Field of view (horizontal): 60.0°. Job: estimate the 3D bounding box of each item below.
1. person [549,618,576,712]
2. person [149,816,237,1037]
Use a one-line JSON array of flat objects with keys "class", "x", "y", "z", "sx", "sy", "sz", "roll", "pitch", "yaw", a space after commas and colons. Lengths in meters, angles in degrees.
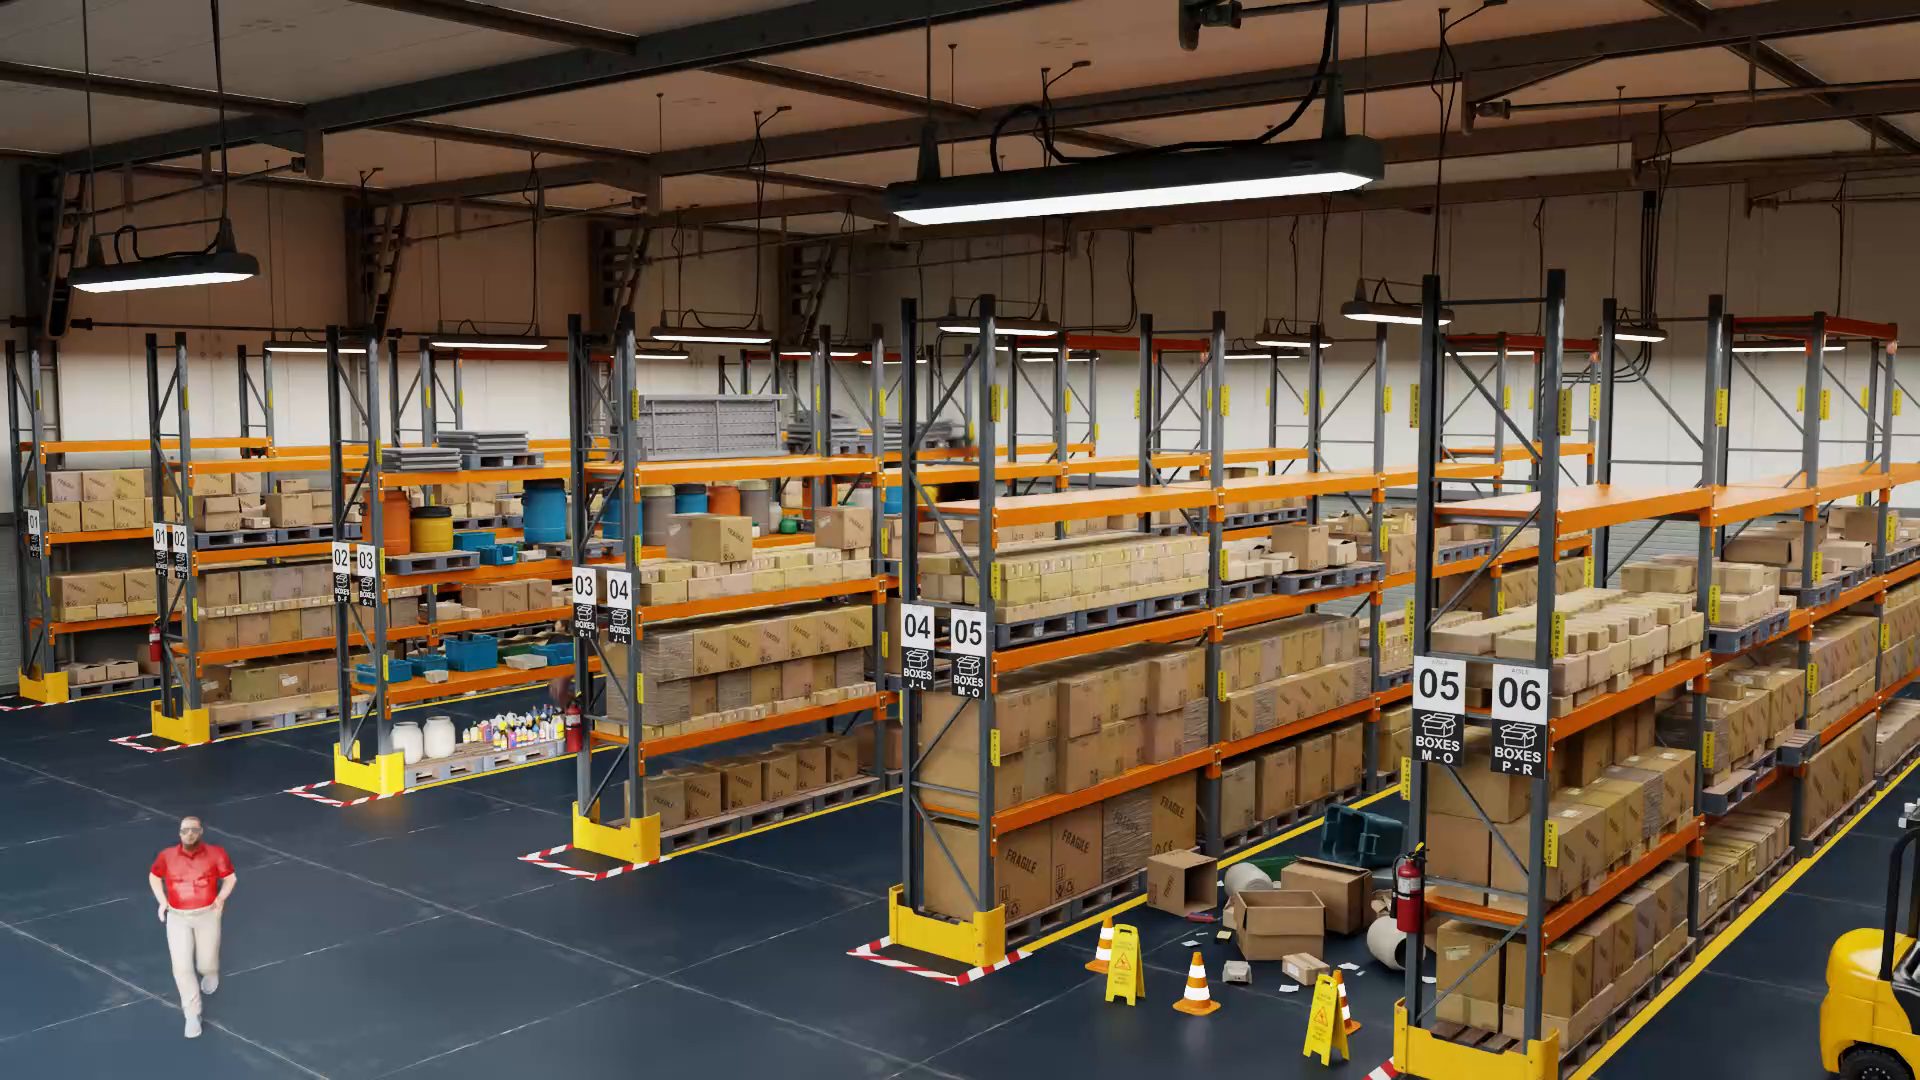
[{"class": "person", "x": -6.139, "y": 2.028, "z": 25.938, "sx": 0.574, "sy": 1.638, "sz": 0.585, "roll": 4, "pitch": 7, "yaw": 41}, {"class": "person", "x": -6.278, "y": 3.108, "z": 13.623, "sx": 0.663, "sy": 1.721, "sz": 0.819, "roll": -2, "pitch": 5, "yaw": -20}]
